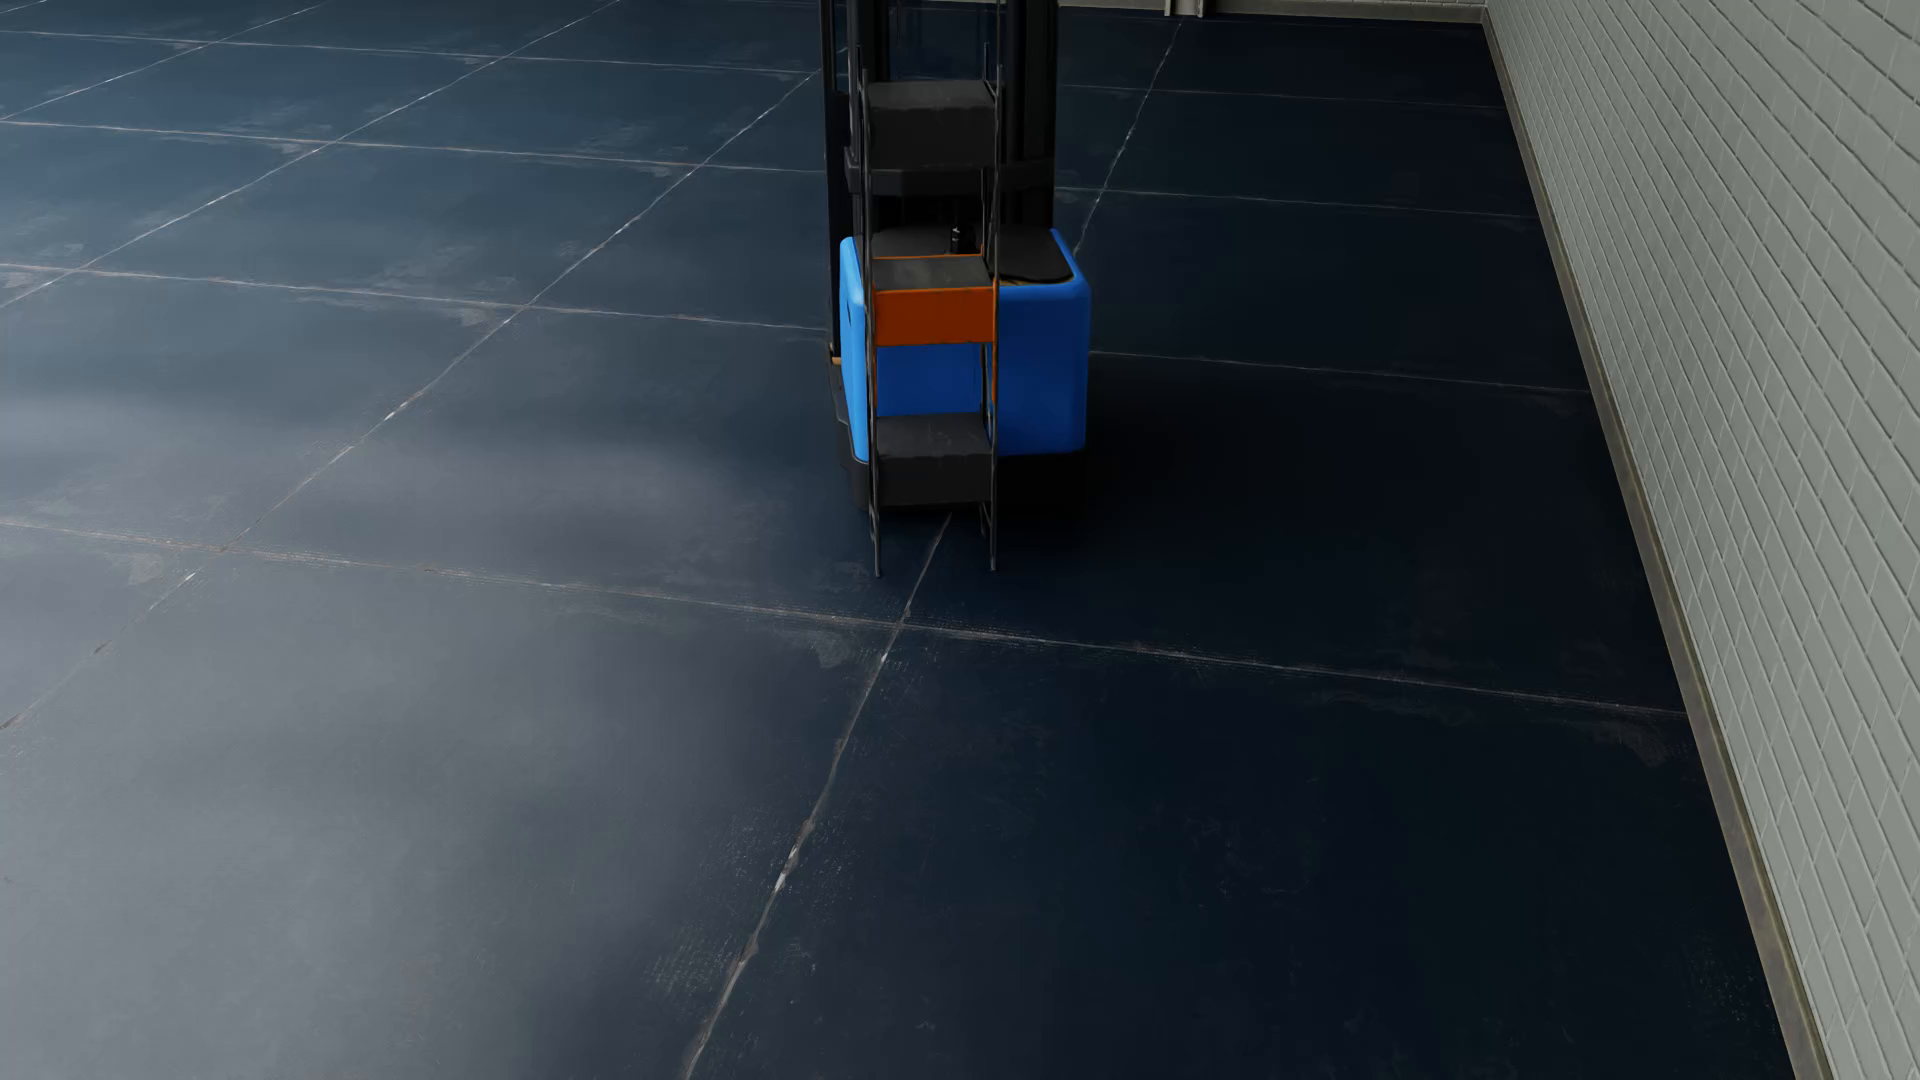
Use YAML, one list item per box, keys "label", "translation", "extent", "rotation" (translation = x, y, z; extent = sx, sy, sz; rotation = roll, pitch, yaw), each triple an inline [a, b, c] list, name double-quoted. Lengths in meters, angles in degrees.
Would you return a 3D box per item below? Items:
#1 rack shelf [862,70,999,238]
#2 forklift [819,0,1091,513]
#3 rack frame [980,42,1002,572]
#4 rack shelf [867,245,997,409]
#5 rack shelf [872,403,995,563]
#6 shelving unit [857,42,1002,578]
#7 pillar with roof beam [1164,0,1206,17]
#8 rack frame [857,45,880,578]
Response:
- label: "rack shelf"
  translation: [-0.120, -1.471, 6.321]
  extent: [0.480, 0.518, 0.431]
  rotation: [-3, 29, -6]
- label: "forklift"
  translation: [-0.126, -2.087, 8.010]
  extent: [1.130, 2.935, 3.031]
  rotation: [-3, 29, -6]
- label: "rack frame"
  translation: [0.122, -0.882, 6.675]
  extent: [0.015, 2.100, 0.400]
  rotation: [-3, 29, -6]
- label: "rack shelf"
  translation: [-0.121, -0.857, 6.657]
  extent: [0.480, 0.518, 0.431]
  rotation: [-3, 29, -6]
- label: "rack shelf"
  translation: [-0.121, -0.243, 6.993]
  extent: [0.480, 0.518, 0.431]
  rotation: [-3, 29, -6]
- label: "shelving unit"
  translation: [-0.121, -0.869, 6.650]
  extent: [0.503, 2.100, 0.431]
  rotation: [-3, 29, -6]
- label: "pillar with roof beam"
  translation: [1.430, -7.372, 11.346]
  extent: [0.400, 9.000, 9.100]
  rotation: [6, 29, 11]
- label: "rack frame"
  translation: [-0.363, -0.856, 6.626]
  extent: [0.015, 2.100, 0.400]
  rotation: [-3, 29, -6]
